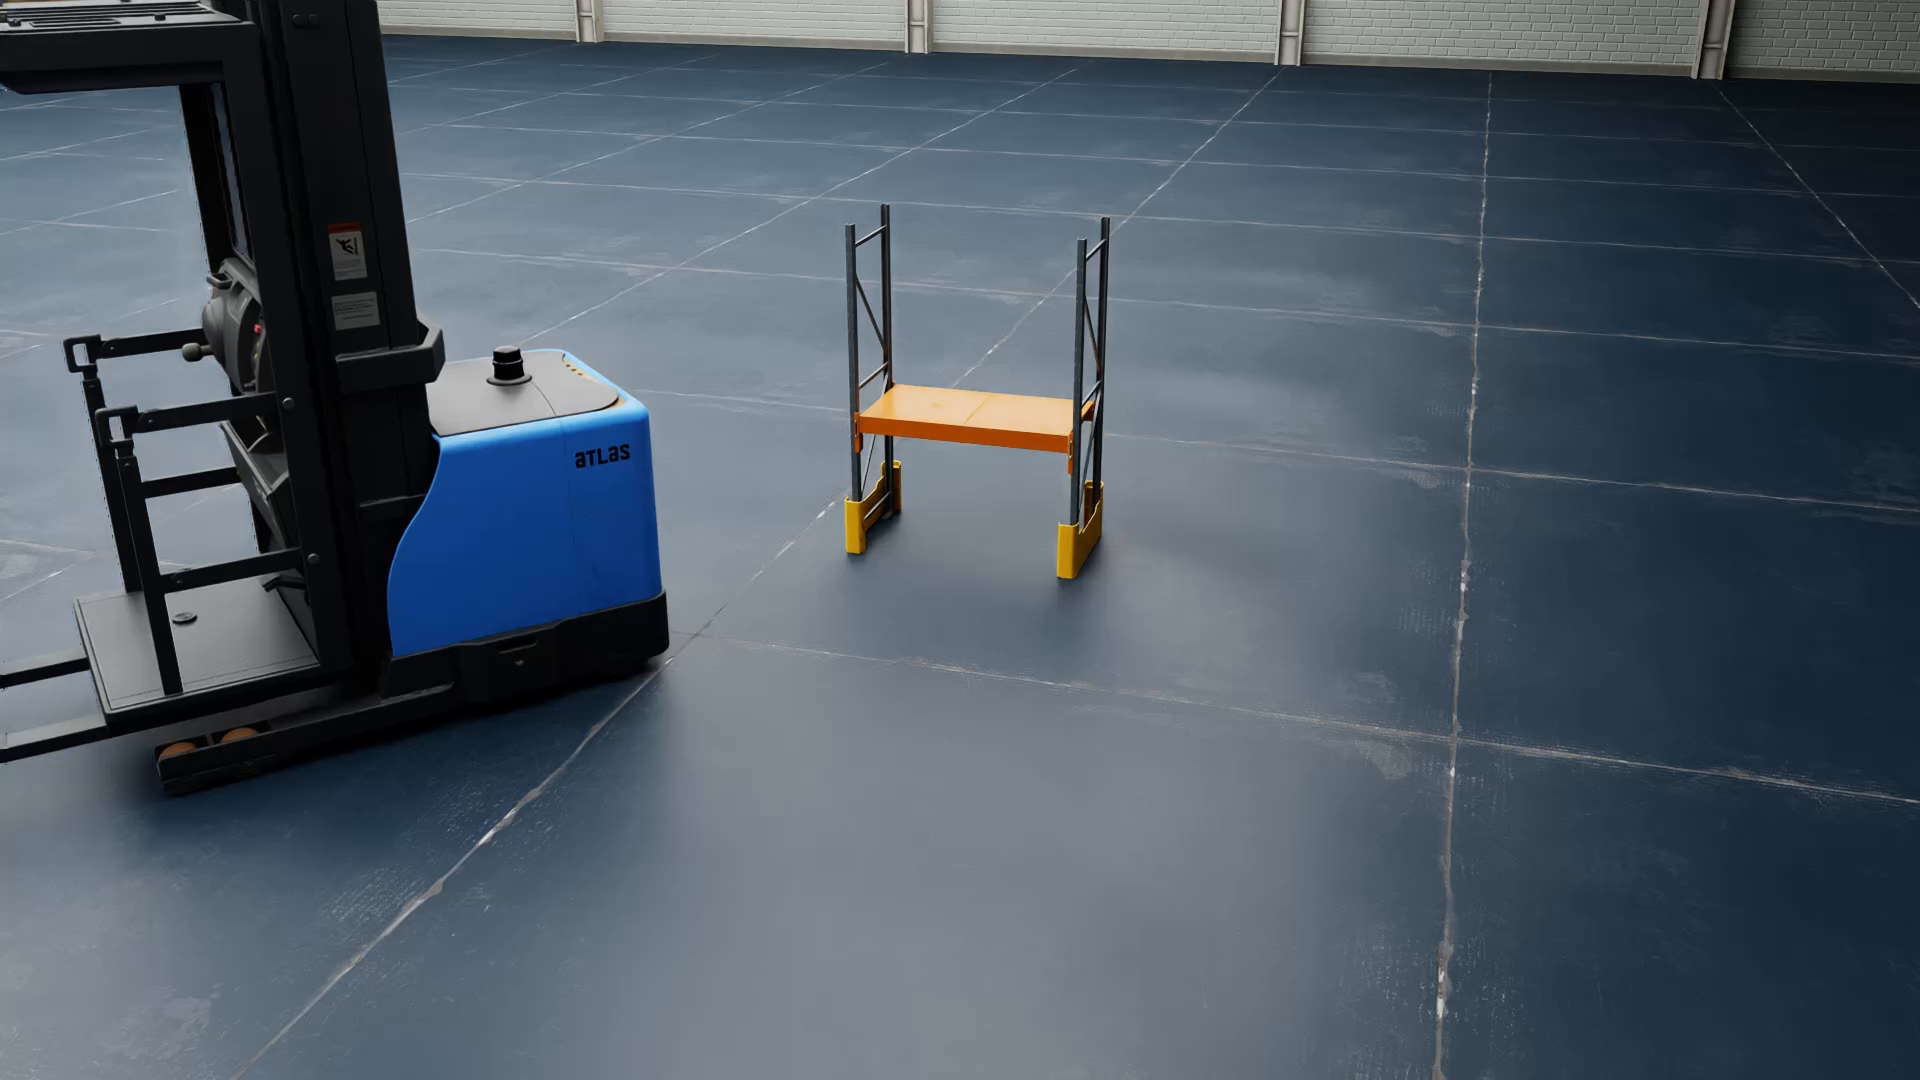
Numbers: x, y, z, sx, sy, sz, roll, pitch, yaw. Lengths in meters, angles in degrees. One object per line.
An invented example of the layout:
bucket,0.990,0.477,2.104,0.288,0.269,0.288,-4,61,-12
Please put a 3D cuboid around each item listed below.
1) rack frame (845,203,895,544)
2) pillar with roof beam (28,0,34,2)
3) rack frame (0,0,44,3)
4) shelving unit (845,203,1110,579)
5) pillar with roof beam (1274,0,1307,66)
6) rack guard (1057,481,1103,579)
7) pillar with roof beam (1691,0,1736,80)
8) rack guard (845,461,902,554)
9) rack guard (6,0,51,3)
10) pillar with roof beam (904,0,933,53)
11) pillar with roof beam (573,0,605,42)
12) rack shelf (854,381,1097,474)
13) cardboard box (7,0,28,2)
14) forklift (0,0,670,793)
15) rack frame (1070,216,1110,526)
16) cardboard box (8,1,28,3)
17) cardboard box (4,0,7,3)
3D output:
rack frame,-0.405,-0.740,7.598,0.032,1.500,0.500,7,23,16
pillar with roof beam,-19.147,-12.585,26.594,0.400,9.000,9.100,7,23,16
rack frame,-17.497,-10.970,30.561,0.127,3.000,1.000,7,23,16
shelving unit,0.073,-0.686,7.465,1.083,1.500,0.587,7,23,16
pillar with roof beam,3.830,-9.954,20.180,0.400,9.000,9.100,7,23,16
rack guard,0.550,-0.053,7.569,0.087,0.250,0.587,7,23,16
pillar with roof beam,9.574,-9.297,18.577,0.400,9.000,9.100,7,23,16
rack guard,-0.404,-0.162,7.835,0.087,0.250,0.587,7,23,16
rack guard,-17.474,-9.811,31.029,0.348,0.500,1.175,7,23,16
pillar with roof beam,-1.914,-10.612,21.784,0.400,9.000,9.100,7,23,16
pillar with roof beam,-7.659,-11.270,23.387,0.400,9.000,9.100,7,23,16
rack shelf,0.082,-0.518,7.531,1.000,0.185,0.538,7,23,16
cardboard box,-17.888,-10.251,31.218,0.500,0.250,0.500,7,23,16
forklift,-2.671,-0.724,5.674,3.031,2.935,1.130,-13,26,-29
rack frame,0.568,-0.629,7.327,0.032,1.500,0.500,7,23,16
cardboard box,-17.911,-10.017,31.308,0.500,0.250,0.500,7,23,16
cardboard box,-18.054,-10.063,30.762,0.500,0.250,0.500,6,23,15
